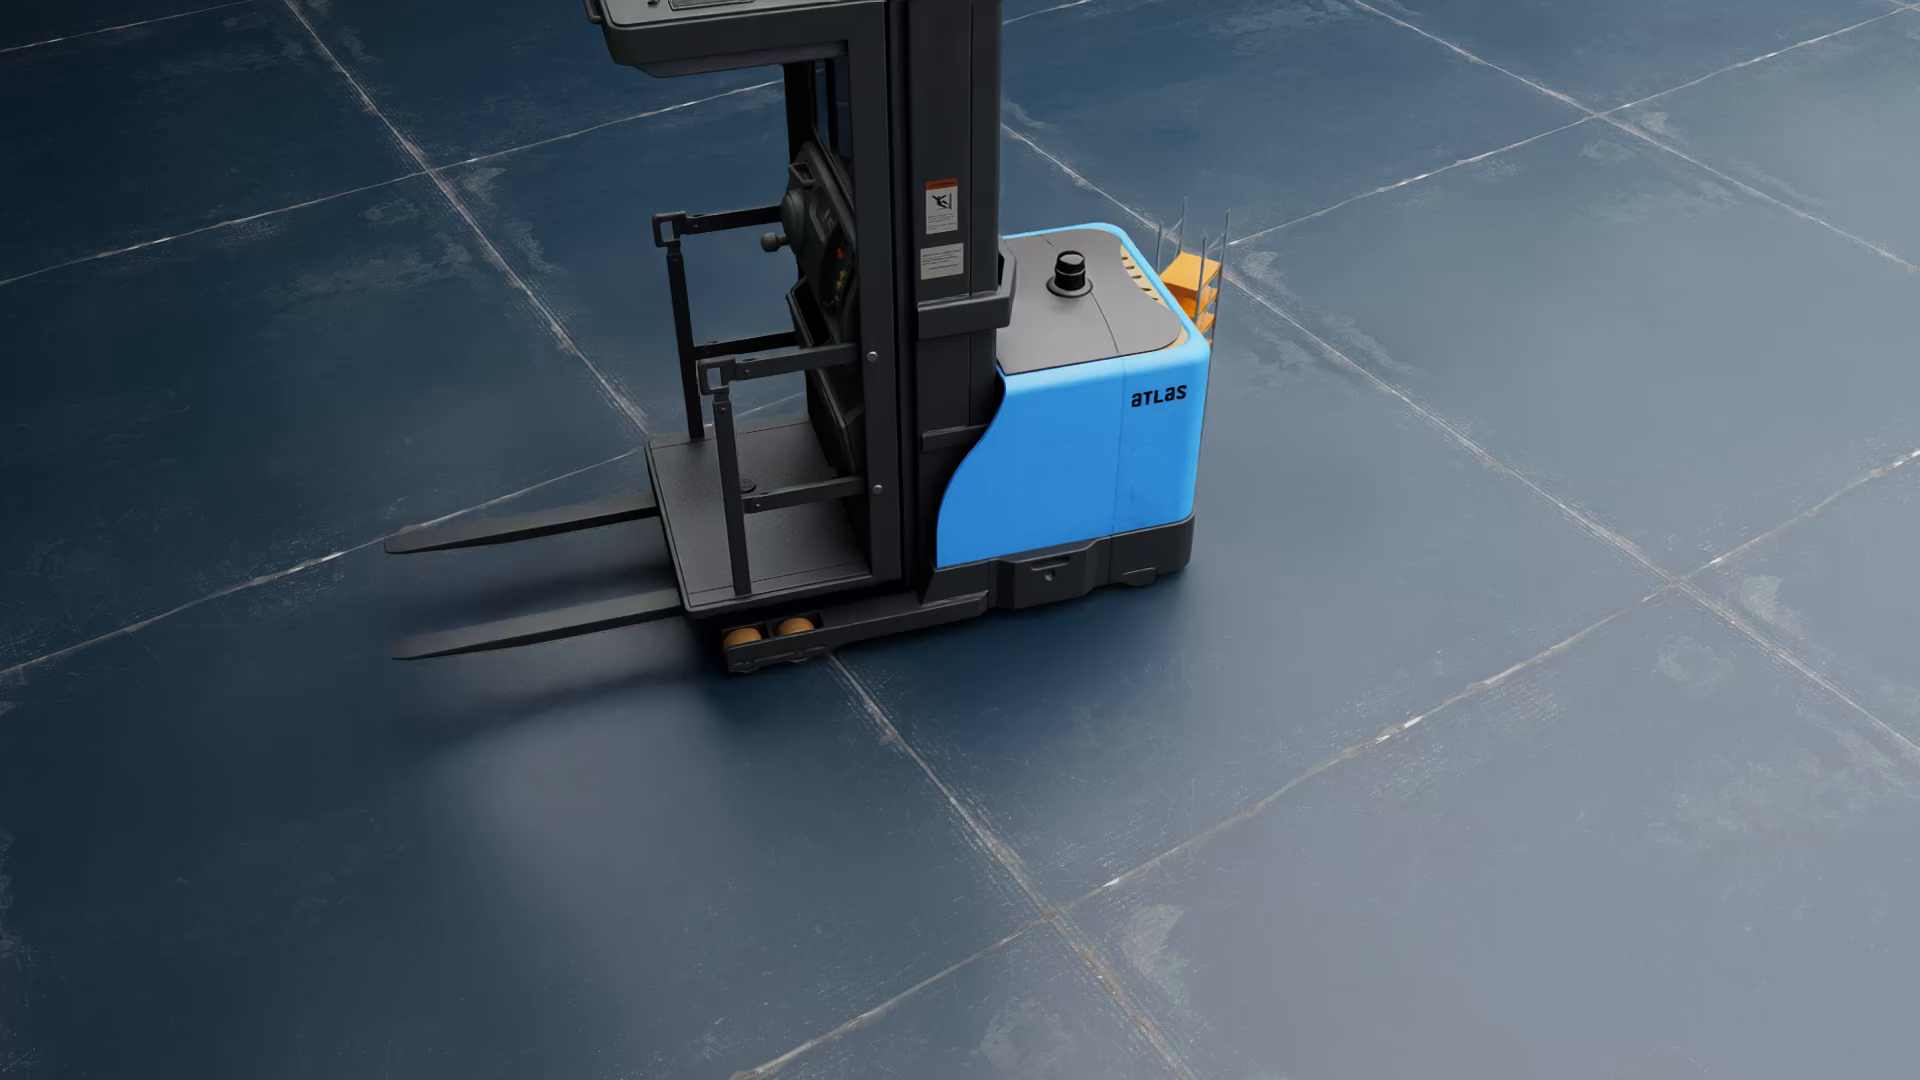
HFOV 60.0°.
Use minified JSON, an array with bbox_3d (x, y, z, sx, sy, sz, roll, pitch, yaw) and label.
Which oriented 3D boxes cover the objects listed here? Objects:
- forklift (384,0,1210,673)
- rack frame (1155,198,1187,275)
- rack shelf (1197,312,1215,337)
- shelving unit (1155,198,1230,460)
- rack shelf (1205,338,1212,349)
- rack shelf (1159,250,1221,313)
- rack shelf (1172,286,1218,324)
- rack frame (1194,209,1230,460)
[{"bbox_3d":[-0.665,-1.014,5.678,3.031,2.935,1.130,-11,41,-13],"label":"forklift"},{"bbox_3d":[0.818,-0.807,6.779,0.006,1.200,0.240,21,44,22],"label":"rack frame"},{"bbox_3d":[0.898,-0.835,6.696,0.180,0.103,0.258,21,44,22],"label":"rack shelf"},{"bbox_3d":[0.897,-0.777,6.744,0.189,1.200,0.258,21,44,22],"label":"shelving unit"},{"bbox_3d":[0.897,-0.743,6.773,0.180,0.103,0.258,21,44,22],"label":"rack shelf"},{"bbox_3d":[0.899,-1.019,6.542,0.180,0.103,0.258,21,44,22],"label":"rack shelf"},{"bbox_3d":[0.898,-0.927,6.619,0.180,0.103,0.258,21,44,22],"label":"rack shelf"},{"bbox_3d":[0.976,-0.747,6.709,0.006,1.200,0.240,21,44,22],"label":"rack frame"}]
